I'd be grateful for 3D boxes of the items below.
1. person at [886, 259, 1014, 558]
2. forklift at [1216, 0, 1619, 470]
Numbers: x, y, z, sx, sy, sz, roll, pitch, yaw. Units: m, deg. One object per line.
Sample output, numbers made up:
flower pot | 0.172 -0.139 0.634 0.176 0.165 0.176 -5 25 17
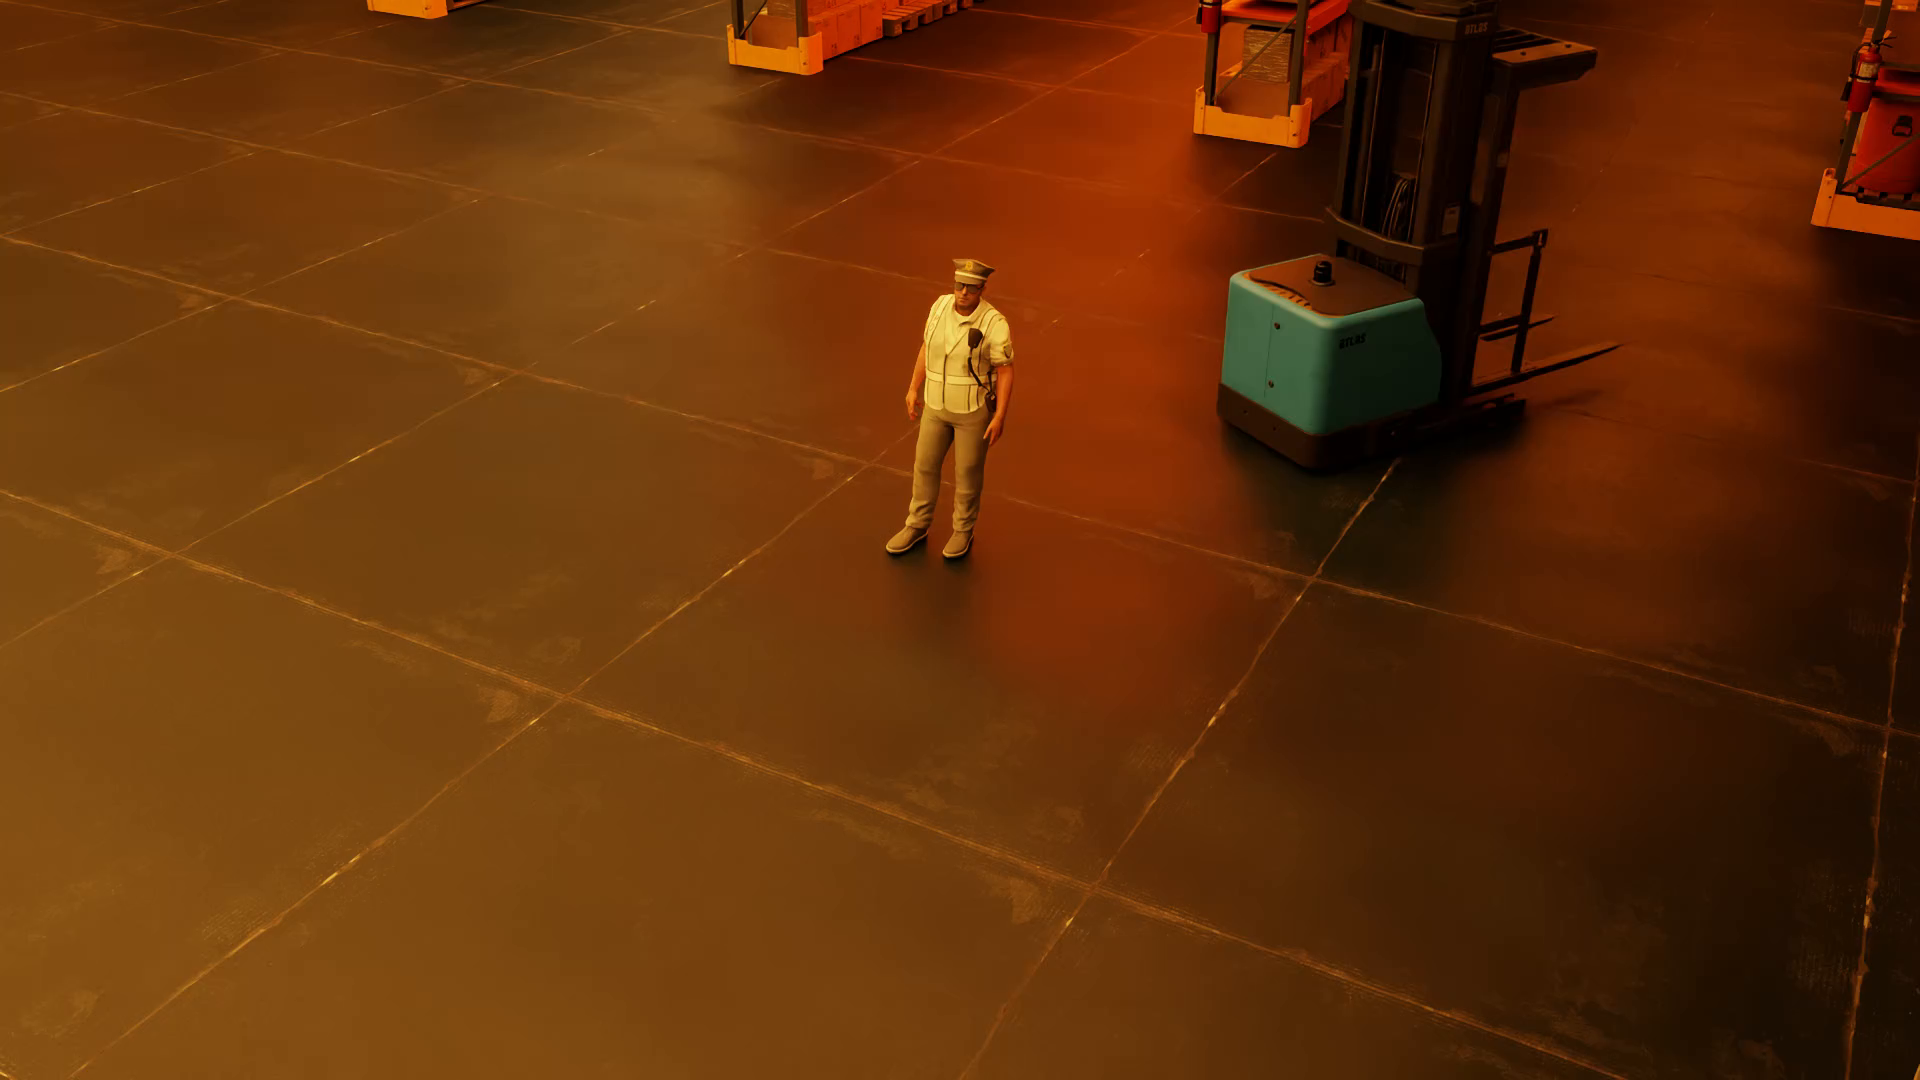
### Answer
person | -0.048 -0.747 9.500 0.640 1.781 0.575 15 33 25
forklift | 3.285 -2.249 10.968 3.031 2.935 1.130 -16 34 -26
